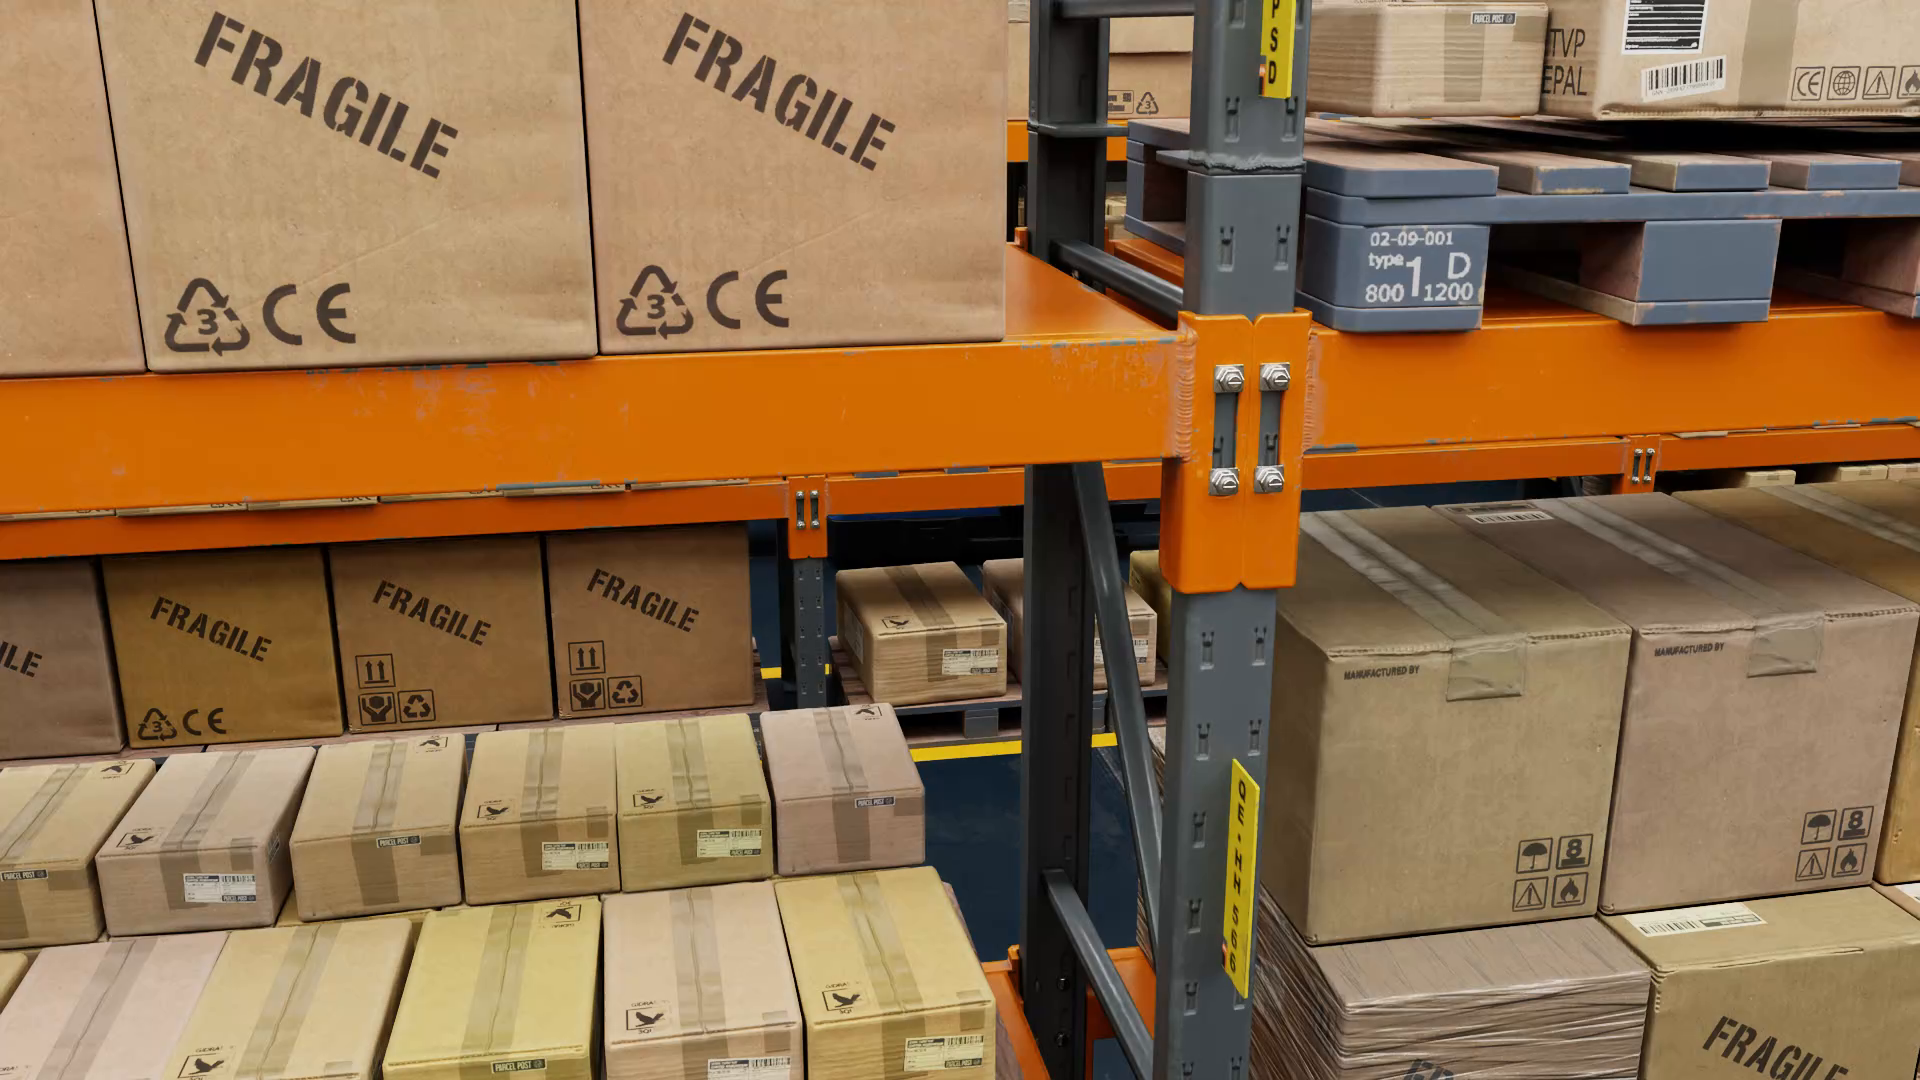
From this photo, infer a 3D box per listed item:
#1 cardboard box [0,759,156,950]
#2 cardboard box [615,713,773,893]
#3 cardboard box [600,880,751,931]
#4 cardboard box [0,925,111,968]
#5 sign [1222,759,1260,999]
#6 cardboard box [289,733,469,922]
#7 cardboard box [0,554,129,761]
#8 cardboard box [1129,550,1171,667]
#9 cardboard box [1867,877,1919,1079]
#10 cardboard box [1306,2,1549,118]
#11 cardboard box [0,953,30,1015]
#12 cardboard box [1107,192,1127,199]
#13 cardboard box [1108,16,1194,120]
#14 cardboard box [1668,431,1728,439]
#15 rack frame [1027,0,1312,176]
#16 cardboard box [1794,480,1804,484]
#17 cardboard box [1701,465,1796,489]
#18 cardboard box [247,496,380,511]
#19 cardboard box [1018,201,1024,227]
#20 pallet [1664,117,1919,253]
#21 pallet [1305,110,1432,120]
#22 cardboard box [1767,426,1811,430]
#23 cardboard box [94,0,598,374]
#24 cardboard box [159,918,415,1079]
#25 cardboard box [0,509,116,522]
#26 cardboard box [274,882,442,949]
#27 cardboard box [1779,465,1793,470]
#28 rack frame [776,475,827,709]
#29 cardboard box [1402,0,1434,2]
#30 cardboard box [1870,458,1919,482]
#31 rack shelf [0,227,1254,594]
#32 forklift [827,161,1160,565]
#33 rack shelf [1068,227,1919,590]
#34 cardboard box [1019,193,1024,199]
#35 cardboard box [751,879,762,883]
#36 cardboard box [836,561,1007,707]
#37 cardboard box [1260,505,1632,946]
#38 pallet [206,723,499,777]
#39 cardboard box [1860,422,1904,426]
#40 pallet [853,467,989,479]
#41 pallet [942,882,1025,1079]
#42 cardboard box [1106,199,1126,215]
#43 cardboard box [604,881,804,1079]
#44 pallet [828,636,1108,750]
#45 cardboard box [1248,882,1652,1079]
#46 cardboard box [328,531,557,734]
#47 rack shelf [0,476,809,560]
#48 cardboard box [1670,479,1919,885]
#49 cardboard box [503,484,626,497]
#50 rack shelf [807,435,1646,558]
[{"bbox_3d":[-1.503,0.512,2.737,0.250,0.149,0.380,-3,17,-9],"label":"cardboard box"},{"bbox_3d":[-0.476,0.454,2.925,0.250,0.149,0.380,-4,17,-12],"label":"cardboard box"},{"bbox_3d":[-0.501,0.595,2.972,0.250,0.149,0.380,-2,17,-8],"label":"cardboard box"},{"bbox_3d":[-1.499,0.651,2.788,0.250,0.149,0.380,-3,17,-11],"label":"cardboard box"},{"bbox_3d":[0.390,0.473,2.325,0.005,0.325,0.100,-3,17,-10],"label":"sign"},{"bbox_3d":[-0.978,0.481,2.837,0.250,0.149,0.380,-4,18,-13],"label":"cardboard box"},{"bbox_3d":[-4.094,0.392,7.331,0.875,0.875,0.875,-3,17,-9],"label":"cardboard box"},{"bbox_3d":[1.265,0.355,8.309,0.625,0.372,0.950,-3,17,-9],"label":"cardboard box"},{"bbox_3d":[1.764,0.781,2.990,0.500,0.500,0.500,-3,17,-10],"label":"cardboard box"},{"bbox_3d":[0.636,-0.702,2.421,0.250,0.149,0.380,-4,18,-13],"label":"cardboard box"},{"bbox_3d":[-1.386,0.699,2.127,0.250,0.149,0.380,-2,17,-8],"label":"cardboard box"},{"bbox_3d":[1.317,-2.628,12.985,0.250,0.149,0.380,-3,17,-11],"label":"cardboard box"},{"bbox_3d":[0.732,-2.165,7.466,0.637,0.503,0.797,-3,17,-10],"label":"cardboard box"},{"bbox_3d":[3.537,-0.616,8.136,0.250,0.149,0.380,-3,17,-11],"label":"cardboard box"},{"bbox_3d":[0.278,-2.035,2.110,0.127,3.000,1.000,-3,17,-10],"label":"rack frame"},{"bbox_3d":[4.321,-0.044,8.537,0.500,0.500,0.500,-3,17,-8],"label":"cardboard box"},{"bbox_3d":[3.932,-0.311,8.300,0.250,0.149,0.380,-3,17,-10],"label":"cardboard box"},{"bbox_3d":[-2.699,-0.321,7.002,0.500,0.250,0.500,-4,17,-11],"label":"cardboard box"},{"bbox_3d":[0.434,-2.400,12.241,0.250,0.149,0.380,-4,17,-12],"label":"cardboard box"},{"bbox_3d":[1.998,-0.625,2.950,1.213,0.211,1.003,-2,17,-8],"label":"pallet"},{"bbox_3d":[1.523,-2.093,7.728,1.003,0.211,1.213,-3,17,-10],"label":"pallet"},{"bbox_3d":[4.030,-0.669,8.308,0.250,0.149,0.380,-3,17,-11],"label":"cardboard box"},{"bbox_3d":[-0.723,-0.512,2.090,0.500,0.500,0.500,-3,17,-10],"label":"cardboard box"},{"bbox_3d":[-0.882,0.671,2.216,0.250,0.149,0.380,-3,17,-9],"label":"cardboard box"},{"bbox_3d":[-3.698,-0.271,6.842,0.500,0.250,0.500,-4,17,-12],"label":"cardboard box"},{"bbox_3d":[-1.010,0.625,2.874,0.250,0.149,0.380,-3,17,-10],"label":"cardboard box"},{"bbox_3d":[4.196,-0.195,9.029,0.500,0.500,0.500,-3,17,-9],"label":"cardboard box"},{"bbox_3d":[-0.760,-0.588,7.618,0.127,3.000,1.000,-3,17,-10],"label":"rack frame"},{"bbox_3d":[0.824,-0.834,2.823,0.250,0.166,0.380,-3,17,-10],"label":"cardboard box"},{"bbox_3d":[4.700,-0.356,8.447,0.250,0.149,0.380,-2,17,-7],"label":"cardboard box"},{"bbox_3d":[-1.686,-0.145,2.293,4.000,0.370,1.077,-3,17,-10],"label":"rack shelf"},{"bbox_3d":[0.618,-1.428,10.469,3.031,2.935,1.130,-3,17,-8],"label":"forklift"},{"bbox_3d":[2.242,-0.368,3.018,4.000,0.370,1.077,-3,17,-10],"label":"rack shelf"},{"bbox_3d":[0.574,-2.586,12.848,0.250,0.149,0.380,-3,17,-11],"label":"cardboard box"},{"bbox_3d":[-0.463,0.734,3.026,0.250,0.149,0.380,-2,17,-8],"label":"cardboard box"},{"bbox_3d":[-0.204,0.439,8.035,0.625,0.372,0.950,-4,18,-14],"label":"cardboard box"},{"bbox_3d":[0.721,0.285,2.901,0.500,0.500,0.700,-3,17,-11],"label":"cardboard box"},{"bbox_3d":[-2.744,0.834,7.737,1.213,0.211,1.003,-3,17,-10],"label":"pallet"},{"bbox_3d":[4.536,-0.696,8.398,0.250,0.149,0.380,-3,17,-11],"label":"cardboard box"},{"bbox_3d":[-0.081,-0.567,7.875,1.003,0.211,1.213,-3,17,-10],"label":"pallet"},{"bbox_3d":[-0.402,0.995,2.789,1.003,0.211,1.213,-3,17,-10],"label":"pallet"},{"bbox_3d":[1.195,-2.446,12.390,0.250,0.149,0.380,-4,17,-12],"label":"cardboard box"},{"bbox_3d":[-0.363,0.641,2.316,0.250,0.149,0.380,-3,17,-11],"label":"cardboard box"},{"bbox_3d":[0.007,0.702,8.168,1.213,0.211,1.003,-3,17,-10],"label":"pallet"},{"bbox_3d":[0.770,0.838,2.804,0.500,0.500,0.500,-3,17,-10],"label":"cardboard box"},{"bbox_3d":[-2.331,0.290,7.663,0.875,0.875,0.875,-3,17,-10],"label":"cardboard box"},{"bbox_3d":[-2.724,-0.133,7.361,4.000,0.370,1.077,-3,17,-10],"label":"rack shelf"},{"bbox_3d":[1.720,0.227,3.089,0.500,0.500,0.700,-4,17,-11],"label":"cardboard box"},{"bbox_3d":[-1.706,-0.381,7.197,0.500,0.250,0.500,-3,17,-9],"label":"cardboard box"},{"bbox_3d":[1.203,-0.356,8.086,4.000,0.370,1.077,-3,17,-10],"label":"rack shelf"}]
